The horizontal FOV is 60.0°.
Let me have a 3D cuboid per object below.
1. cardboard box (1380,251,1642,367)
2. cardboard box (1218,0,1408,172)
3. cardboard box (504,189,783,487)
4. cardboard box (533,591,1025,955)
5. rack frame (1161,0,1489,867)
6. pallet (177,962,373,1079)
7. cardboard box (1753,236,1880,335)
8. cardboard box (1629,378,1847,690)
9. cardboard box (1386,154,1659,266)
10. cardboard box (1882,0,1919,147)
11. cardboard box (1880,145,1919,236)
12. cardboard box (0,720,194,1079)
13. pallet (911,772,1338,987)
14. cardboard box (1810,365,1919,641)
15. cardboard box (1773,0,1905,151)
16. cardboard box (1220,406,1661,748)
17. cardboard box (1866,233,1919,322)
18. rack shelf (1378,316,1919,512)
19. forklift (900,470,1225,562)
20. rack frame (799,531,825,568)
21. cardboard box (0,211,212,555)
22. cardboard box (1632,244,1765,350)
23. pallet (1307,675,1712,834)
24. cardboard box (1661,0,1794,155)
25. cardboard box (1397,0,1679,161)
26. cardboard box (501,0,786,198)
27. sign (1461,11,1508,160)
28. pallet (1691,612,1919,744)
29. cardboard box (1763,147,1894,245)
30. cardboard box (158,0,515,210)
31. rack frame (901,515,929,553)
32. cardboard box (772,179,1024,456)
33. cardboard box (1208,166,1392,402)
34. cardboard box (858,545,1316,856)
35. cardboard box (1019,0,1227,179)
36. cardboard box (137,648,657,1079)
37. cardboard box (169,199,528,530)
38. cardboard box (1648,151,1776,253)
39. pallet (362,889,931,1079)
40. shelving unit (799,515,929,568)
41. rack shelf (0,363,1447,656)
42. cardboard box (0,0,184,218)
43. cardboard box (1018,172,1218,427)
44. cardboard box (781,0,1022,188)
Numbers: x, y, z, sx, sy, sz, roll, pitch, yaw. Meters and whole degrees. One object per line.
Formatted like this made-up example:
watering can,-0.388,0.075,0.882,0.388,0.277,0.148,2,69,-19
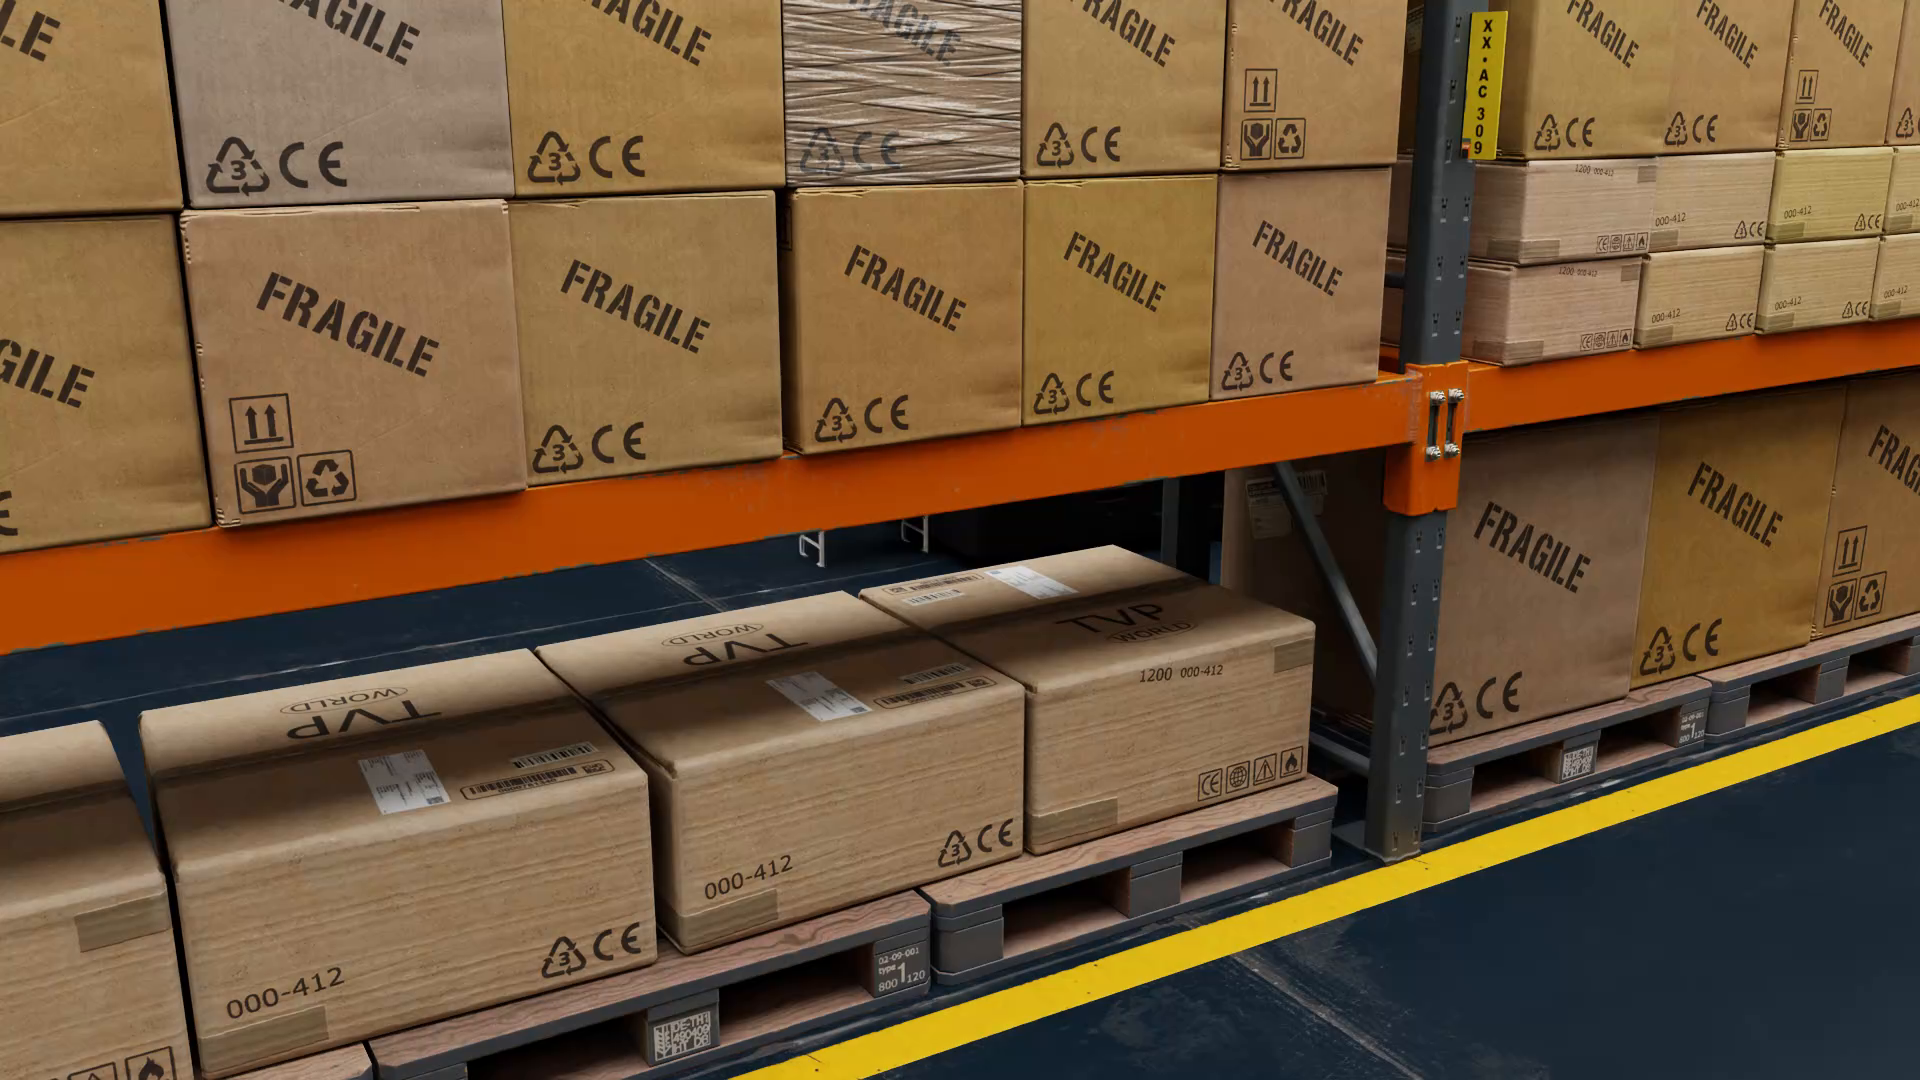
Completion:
cardboard box,1.425,-0.640,4.412,0.500,0.250,0.500,-10,18,-31
cardboard box,0.650,-1.112,3.781,0.500,0.500,0.500,-9,18,-30
cardboard box,-0.672,-0.421,3.169,0.500,0.500,0.500,-9,18,-28
cardboard box,-0.448,0.507,4.014,0.875,0.438,0.875,-10,18,-31
rack frame,0.912,-0.712,4.392,0.127,3.000,1.000,-9,18,-30
pallet,-1.871,1.058,3.246,1.213,0.211,1.003,-9,18,-30
cardboard box,2.316,-0.780,4.911,0.500,0.250,0.500,-9,18,-30
cardboard box,2.173,-0.123,5.450,0.875,0.875,0.875,-9,18,-28
cardboard box,1.435,-0.876,4.330,0.500,0.250,0.500,-10,18,-31
cardboard box,2.730,-1.456,5.008,0.500,0.500,0.500,-10,18,-31
cardboard box,2.746,-1.090,5.093,0.500,0.250,0.500,-10,18,-31
cardboard box,-2.002,0.761,3.107,0.875,0.438,0.875,-10,18,-32
pallet,0.220,0.718,4.456,1.213,0.211,1.003,-9,18,-30
cardboard box,2.939,-0.247,5.893,0.875,0.875,0.875,-9,18,-29
cardboard box,2.291,-1.382,4.746,0.500,0.500,0.500,-10,18,-31
cardboard box,1.402,0.004,4.995,0.875,0.875,0.875,-9,18,-28
cardboard box,2.749,-0.847,5.152,0.500,0.250,0.500,-10,18,-31
rack shelf,2.627,-0.643,5.481,4.000,0.370,1.077,-9,18,-30
forklift,1.157,-1.575,7.599,3.031,2.935,1.130,-8,18,-27
rack frame,-0.631,-0.489,6.931,0.015,1.200,0.240,-8,18,-27
cardboard box,-1.538,-0.281,2.670,0.500,0.500,0.500,-10,18,-31
cardboard box,1.868,-0.712,4.670,0.500,0.250,0.500,-10,18,-31
pallet,1.535,0.506,5.213,1.213,0.211,1.003,-9,18,-30
cardboard box,1.859,-1.313,4.499,0.500,0.500,0.500,-9,18,-30
cardboard box,1.437,-1.236,4.224,0.500,0.500,0.500,-9,18,-29
cardboard box,-0.655,-0.903,3.035,0.500,0.500,0.500,-9,18,-29
sign,1.199,-1.039,3.807,0.005,0.325,0.100,-9,18,-30
pallet,2.582,0.335,5.822,1.213,0.211,1.003,-9,18,-30
cardboard box,2.313,-1.019,4.840,0.500,0.250,0.500,-9,18,-29
cardboard box,-1.082,-0.833,2.786,0.500,0.500,0.500,-9,18,-30
rack frame,-0.199,-0.550,7.150,0.015,1.200,0.240,-8,18,-27
cardboard box,-0.215,-0.490,3.416,0.500,0.500,0.500,-10,18,-31
cardboard box,0.646,-0.636,3.937,0.500,0.500,0.500,-9,18,-29
cardboard box,0.319,0.382,4.458,0.875,0.438,0.875,-10,18,-31
cardboard box,0.211,-1.043,3.537,0.500,0.500,0.500,-10,18,-31
cardboard box,-1.222,0.632,3.568,0.875,0.438,0.875,-9,18,-28
cardboard box,-1.093,-0.348,2.907,0.500,0.500,0.500,-9,18,-30
cardboard box,1.867,-0.955,4.612,0.500,0.250,0.500,-9,18,-29
pallet,-0.827,0.889,3.847,1.213,0.211,1.003,-9,18,-30
shelving unit,-0.415,-0.520,7.040,0.503,1.200,0.258,-8,18,-27
rack shelf,-0.802,-0.087,3.497,4.000,0.370,1.077,-9,18,-30
cardboard box,-1.519,-0.760,2.525,0.500,0.500,0.500,-10,18,-31
cardboard box,0.208,-0.564,3.678,0.500,0.500,0.500,-10,18,-31
cardboard box,-0.221,-0.970,3.276,0.500,0.500,0.500,-9,18,-29
